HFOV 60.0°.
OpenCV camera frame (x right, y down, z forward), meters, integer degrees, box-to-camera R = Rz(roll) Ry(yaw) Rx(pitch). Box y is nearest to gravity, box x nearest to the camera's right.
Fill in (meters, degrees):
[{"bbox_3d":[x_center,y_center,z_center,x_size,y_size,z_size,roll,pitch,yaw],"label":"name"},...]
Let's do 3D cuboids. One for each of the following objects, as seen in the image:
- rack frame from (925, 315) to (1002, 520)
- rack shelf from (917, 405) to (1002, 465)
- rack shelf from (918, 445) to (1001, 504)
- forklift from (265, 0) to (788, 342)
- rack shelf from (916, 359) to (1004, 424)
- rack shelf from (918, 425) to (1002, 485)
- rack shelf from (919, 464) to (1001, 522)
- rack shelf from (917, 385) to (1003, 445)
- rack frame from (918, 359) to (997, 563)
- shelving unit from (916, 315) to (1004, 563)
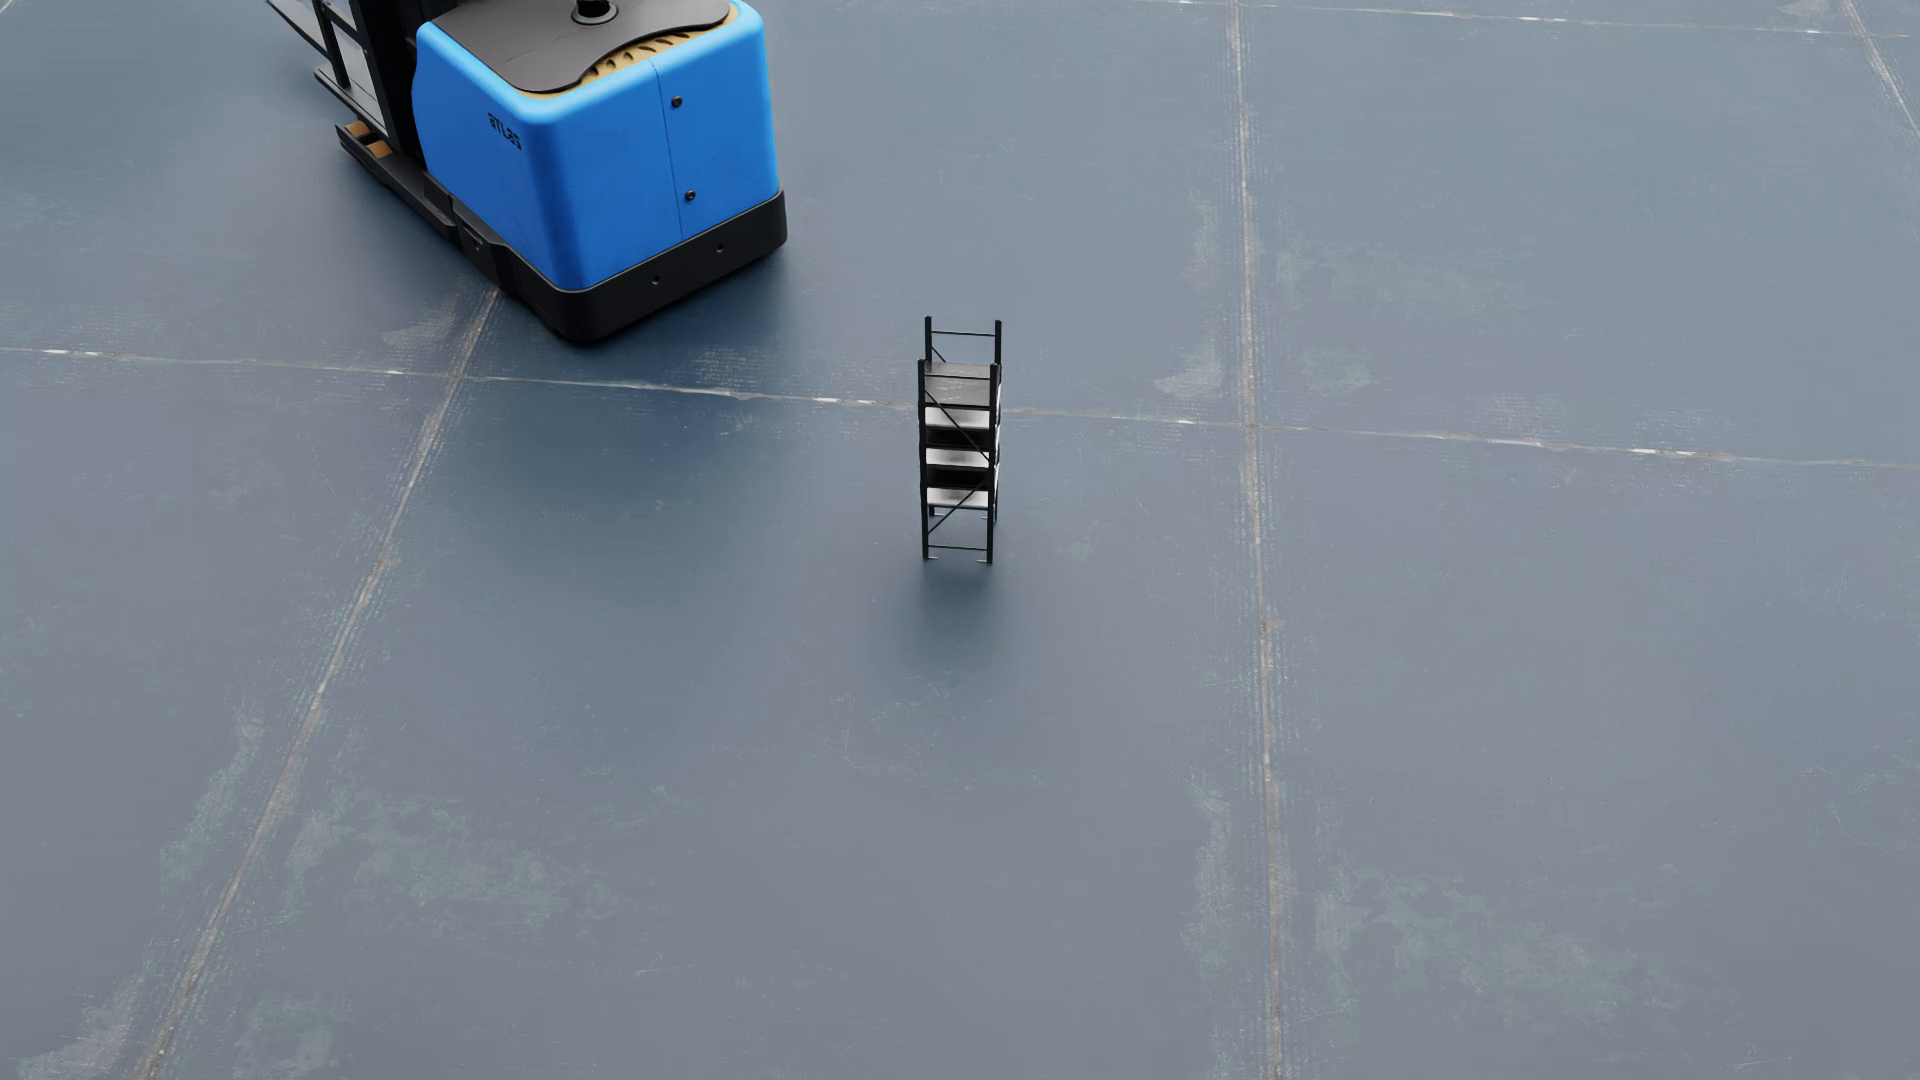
[{"bbox_3d":[0.010,-0.384,5.492,0.240,0.900,0.006,4,48,4],"label":"rack frame"},{"bbox_3d":[0.001,-0.348,5.382,0.258,0.077,0.200,4,48,4],"label":"rack shelf"},{"bbox_3d":[0.001,-0.226,5.514,0.258,0.077,0.200,4,48,4],"label":"rack shelf"},{"bbox_3d":[-2.051,-2.759,6.287,1.130,2.935,3.031,-33,55,-26],"label":"forklift"},{"bbox_3d":[0.001,-0.469,5.249,0.258,0.077,0.200,4,48,4],"label":"rack shelf"},{"bbox_3d":[0.001,-0.287,5.448,0.258,0.077,0.200,4,48,4],"label":"rack shelf"},{"bbox_3d":[0.001,-0.166,5.581,0.258,0.077,0.200,4,48,4],"label":"rack shelf"},{"bbox_3d":[0.001,-0.409,5.315,0.258,0.077,0.200,4,48,4],"label":"rack shelf"},{"bbox_3d":[-0.009,-0.235,5.355,0.240,0.900,0.006,4,48,4],"label":"rack frame"},{"bbox_3d":[0.001,-0.310,5.423,0.258,0.900,0.210,4,48,4],"label":"shelving unit"}]
